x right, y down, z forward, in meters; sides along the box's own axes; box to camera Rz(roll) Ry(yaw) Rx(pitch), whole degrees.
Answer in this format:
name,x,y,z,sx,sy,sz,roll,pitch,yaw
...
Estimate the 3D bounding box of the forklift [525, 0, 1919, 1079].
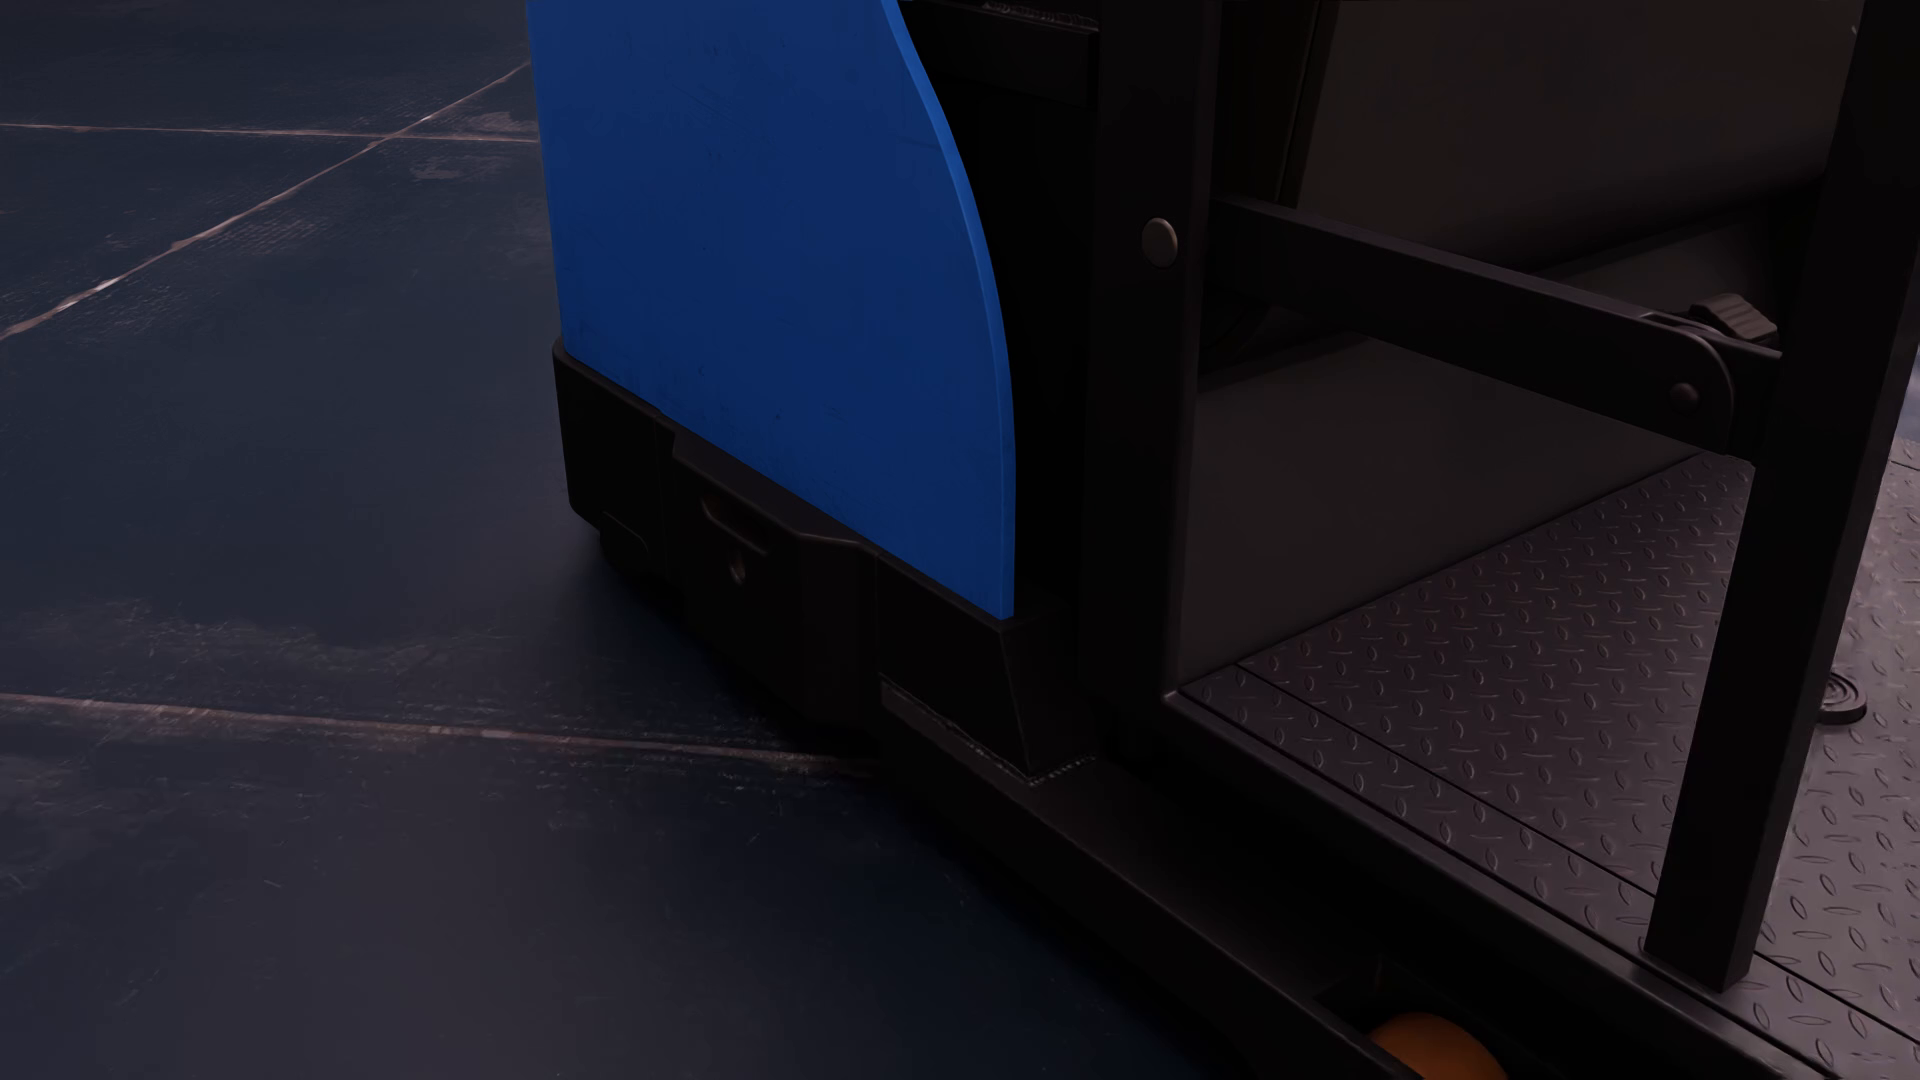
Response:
name,x,y,z,sx,sy,sz,roll,pitch,yaw
forklift,0.722,-0.932,1.085,1.130,2.935,3.031,-19,32,-33
